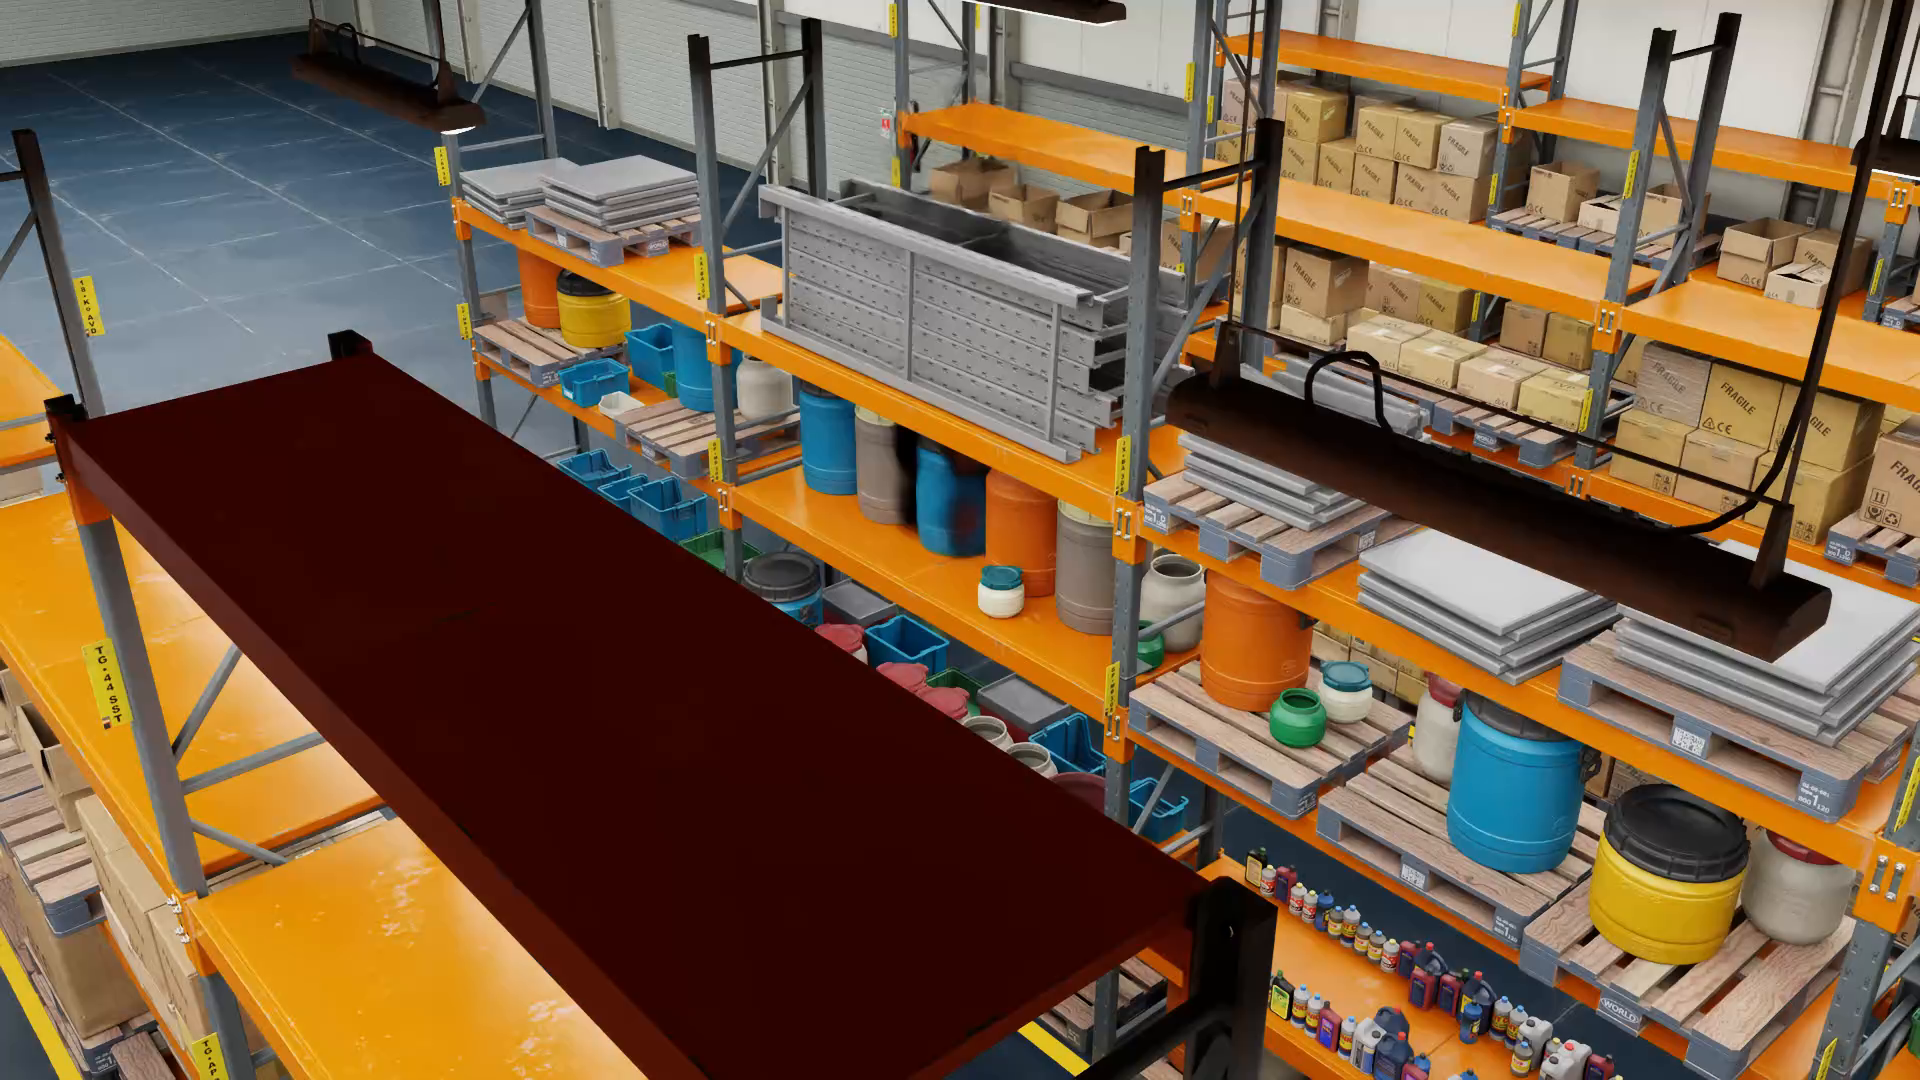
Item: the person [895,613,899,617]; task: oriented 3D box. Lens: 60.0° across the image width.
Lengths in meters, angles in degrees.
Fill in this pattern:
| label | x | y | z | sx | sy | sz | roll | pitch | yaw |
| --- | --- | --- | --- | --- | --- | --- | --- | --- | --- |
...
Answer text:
| label | x | y | z | sx | sy | sz | roll | pitch | yaw |
| --- | --- | --- | --- | --- | --- | --- | --- | --- | --- |
| person | -0.751 | 0.252 | 15.096 | 0.876 | 1.844 | 0.643 | 17 | 31 | 30 |
